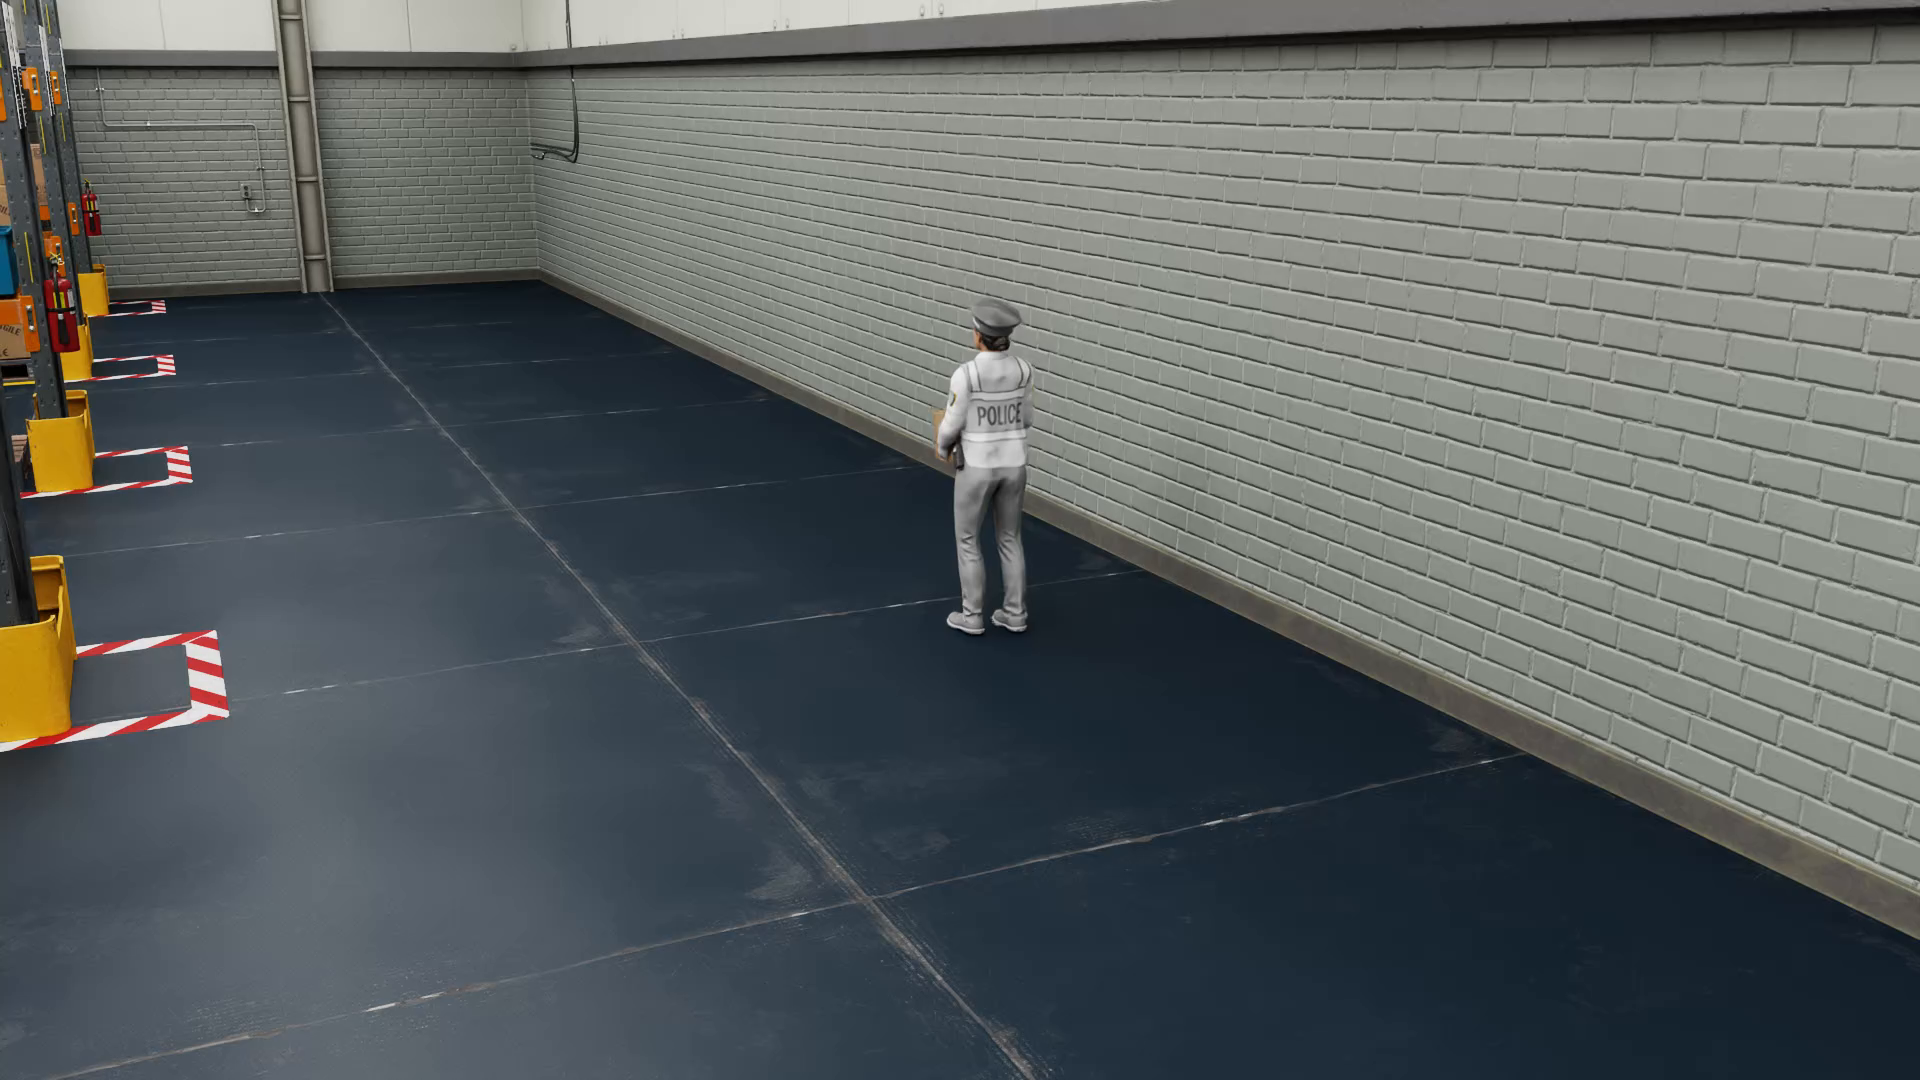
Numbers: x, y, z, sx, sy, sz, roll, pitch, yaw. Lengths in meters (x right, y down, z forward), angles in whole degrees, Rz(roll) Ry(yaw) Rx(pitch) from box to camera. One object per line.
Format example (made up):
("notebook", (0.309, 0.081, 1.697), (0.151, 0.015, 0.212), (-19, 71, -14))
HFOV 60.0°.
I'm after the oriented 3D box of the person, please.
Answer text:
("person", (0.115, -0.367, 8.299), (0.482, 1.692, 0.517), (-7, 17, -25))
